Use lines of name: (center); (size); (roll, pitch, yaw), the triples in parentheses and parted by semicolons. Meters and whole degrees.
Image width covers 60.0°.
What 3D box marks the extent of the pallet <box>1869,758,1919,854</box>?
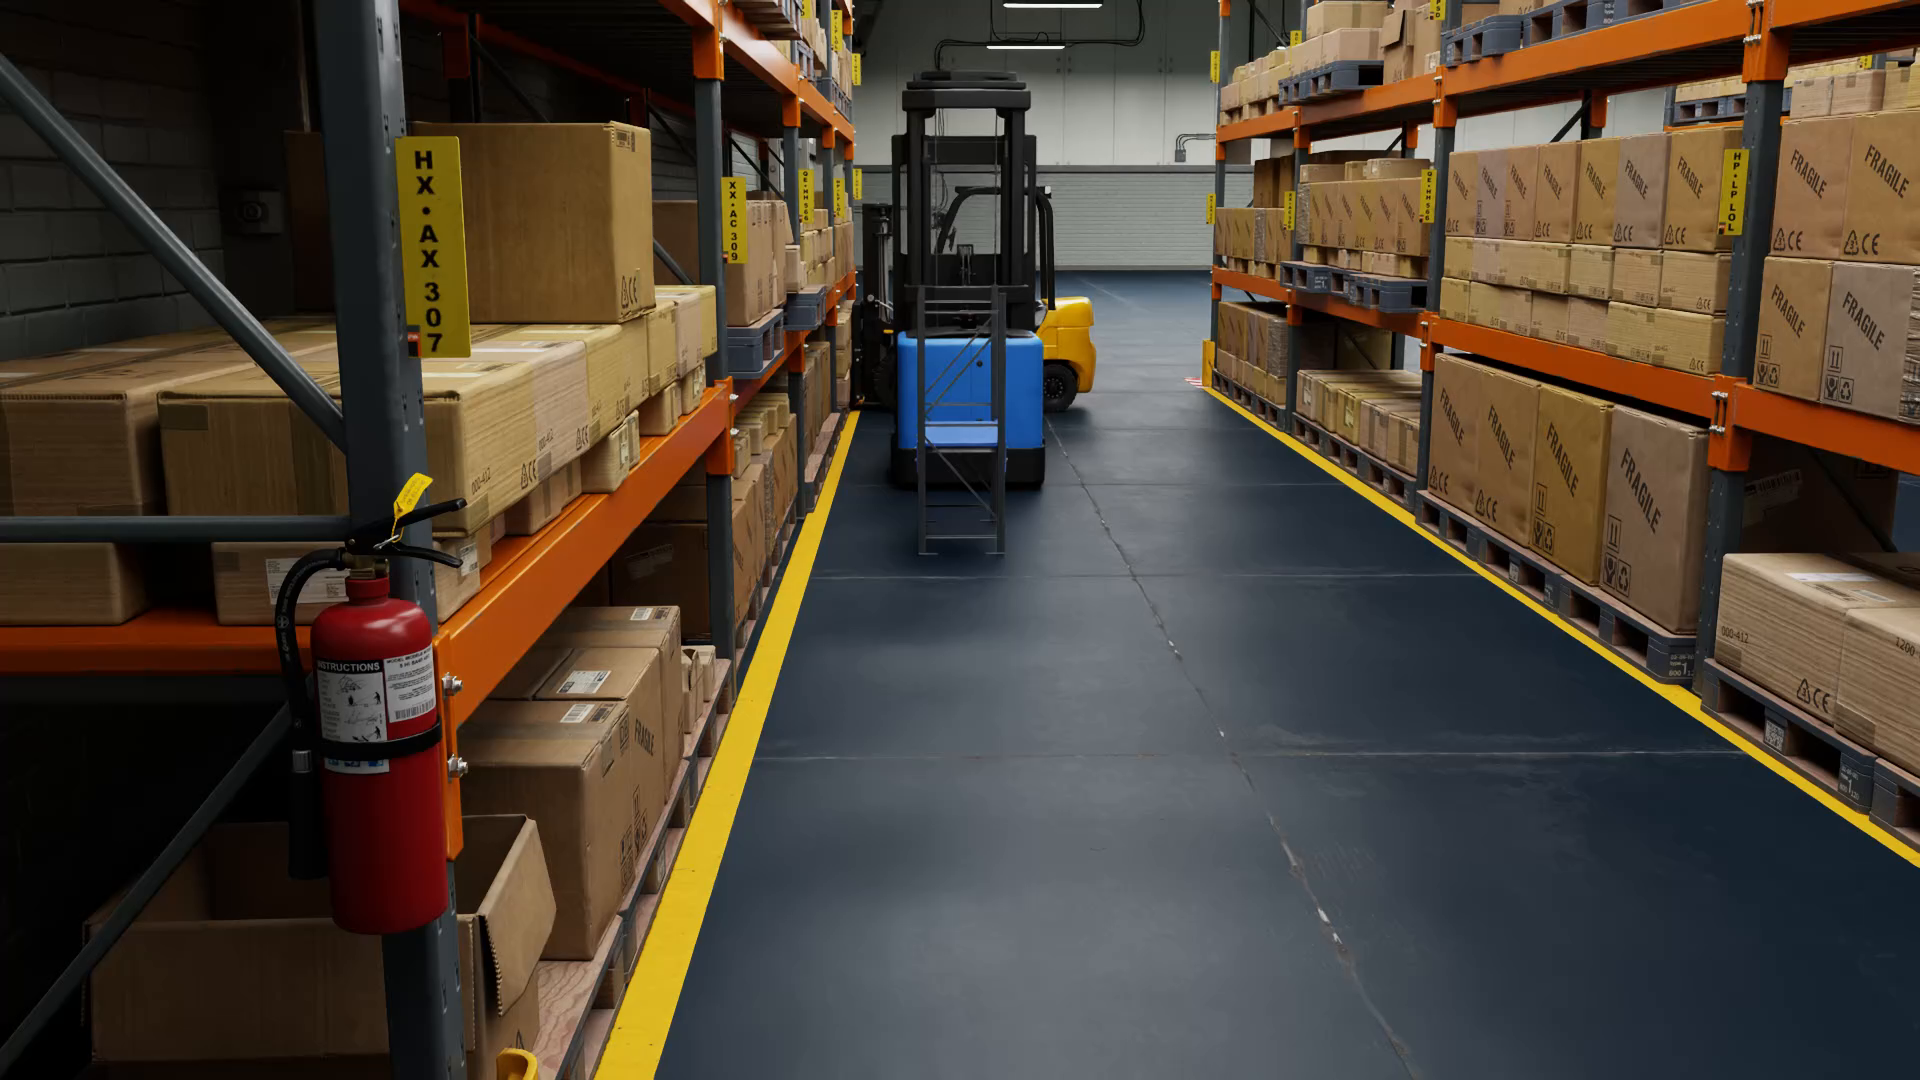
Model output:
pallet: (3.513, 0.936, 4.914); (1.003, 0.211, 1.213); (0, 11, -1)

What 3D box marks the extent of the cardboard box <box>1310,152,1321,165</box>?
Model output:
cardboard box: (3.601, -3.290, 15.218); (0.700, 0.500, 0.500); (0, 11, -1)

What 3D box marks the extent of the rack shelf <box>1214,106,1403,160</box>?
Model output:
rack shelf: (3.341, -3.930, 16.153); (1.077, 0.370, 4.000); (0, 11, -1)

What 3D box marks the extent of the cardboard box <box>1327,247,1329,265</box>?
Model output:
cardboard box: (3.156, -2.281, 13.334); (0.380, 0.149, 0.250); (1, 11, 2)

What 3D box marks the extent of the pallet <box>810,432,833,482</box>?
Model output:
pallet: (-1.498, -0.638, 12.674); (1.003, 0.211, 1.213); (0, 11, -1)

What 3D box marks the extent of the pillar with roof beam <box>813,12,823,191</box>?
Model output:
pillar with roof beam: (1.382, -9.583, 34.662); (9.100, 9.000, 0.548); (0, 11, -1)

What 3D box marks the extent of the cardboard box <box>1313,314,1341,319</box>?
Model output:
cardboard box: (3.617, -1.866, 15.685); (0.500, 0.500, 0.500); (0, 11, 1)

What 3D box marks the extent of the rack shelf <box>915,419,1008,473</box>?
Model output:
rack shelf: (-0.002, -0.576, 10.029); (0.538, 0.185, 1.000); (0, 11, -1)

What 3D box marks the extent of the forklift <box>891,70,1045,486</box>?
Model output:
forklift: (0.020, -2.070, 12.893); (1.130, 2.935, 3.031); (0, 11, -2)

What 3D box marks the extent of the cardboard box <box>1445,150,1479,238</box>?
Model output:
cardboard box: (3.231, -2.060, 9.903); (0.500, 0.500, 0.500); (-1, 11, -3)

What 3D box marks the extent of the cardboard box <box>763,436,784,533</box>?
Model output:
cardboard box: (-1.261, -0.293, 9.190); (0.500, 0.500, 0.500); (0, 11, 1)

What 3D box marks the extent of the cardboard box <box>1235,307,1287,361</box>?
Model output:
cardboard box: (3.058, -2.066, 16.673); (0.500, 0.500, 0.500); (0, 11, 0)

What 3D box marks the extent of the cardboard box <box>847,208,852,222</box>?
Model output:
cardboard box: (-1.341, -3.438, 17.577); (0.380, 0.149, 0.250); (0, 11, 0)

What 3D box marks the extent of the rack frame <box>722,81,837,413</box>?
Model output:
rack frame: (-1.580, -2.394, 14.316); (1.000, 3.000, 0.127); (0, 11, -1)

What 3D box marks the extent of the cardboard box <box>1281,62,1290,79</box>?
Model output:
cardboard box: (3.104, -4.045, 14.536); (0.500, 0.250, 0.500); (0, 11, -2)

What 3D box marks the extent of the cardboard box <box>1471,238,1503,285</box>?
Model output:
cardboard box: (3.238, -1.587, 9.458); (0.500, 0.250, 0.500); (0, 11, 0)

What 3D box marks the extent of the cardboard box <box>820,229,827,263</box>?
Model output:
cardboard box: (-1.292, -2.265, 12.800); (0.500, 0.250, 0.500); (0, 11, 0)

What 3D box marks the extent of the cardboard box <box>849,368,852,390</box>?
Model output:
cardboard box: (-1.311, -1.553, 16.029); (0.500, 0.250, 0.500); (0, 11, 0)

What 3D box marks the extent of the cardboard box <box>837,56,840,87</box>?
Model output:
cardboard box: (-1.307, -4.349, 15.440); (0.396, 0.266, 0.258); (-1, 11, -2)

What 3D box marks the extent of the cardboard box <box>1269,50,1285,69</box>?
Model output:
cardboard box: (3.023, -4.370, 15.135); (0.380, 0.149, 0.250); (0, 11, 1)

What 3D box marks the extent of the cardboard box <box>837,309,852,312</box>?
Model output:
cardboard box: (-1.302, -2.145, 16.432); (0.500, 0.250, 0.500); (0, 11, -2)

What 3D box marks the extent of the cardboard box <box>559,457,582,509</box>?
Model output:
cardboard box: (-1.112, -0.158, 3.925); (0.380, 0.149, 0.250); (0, 11, 0)

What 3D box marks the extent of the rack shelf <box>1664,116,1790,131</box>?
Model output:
rack shelf: (8.288, -3.971, 16.352); (1.077, 0.370, 4.000); (0, 11, -1)

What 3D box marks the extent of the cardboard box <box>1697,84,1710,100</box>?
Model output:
cardboard box: (7.944, -4.683, 17.376); (0.380, 0.149, 0.250); (0, 11, -1)

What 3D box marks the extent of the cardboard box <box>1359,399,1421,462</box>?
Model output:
cardboard box: (3.440, -0.797, 11.997); (0.950, 0.372, 0.625); (0, 11, -2)

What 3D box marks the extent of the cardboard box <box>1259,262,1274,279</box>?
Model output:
cardboard box: (3.047, -2.557, 15.749); (0.380, 0.149, 0.250); (0, 11, -2)

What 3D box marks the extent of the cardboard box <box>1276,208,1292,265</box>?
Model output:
cardboard box: (3.124, -2.697, 14.811); (0.500, 0.500, 0.500); (-1, 11, -3)

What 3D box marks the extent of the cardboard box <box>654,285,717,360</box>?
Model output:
cardboard box: (-1.161, -0.776, 5.969); (0.500, 0.250, 0.500); (0, 11, 0)

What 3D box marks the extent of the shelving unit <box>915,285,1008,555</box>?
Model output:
shelving unit: (-0.002, -0.752, 9.994); (0.538, 1.500, 1.048); (0, 11, -1)

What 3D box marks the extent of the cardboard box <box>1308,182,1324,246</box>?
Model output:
cardboard box: (3.116, -2.622, 13.383); (0.500, 0.500, 0.500); (0, 11, -1)

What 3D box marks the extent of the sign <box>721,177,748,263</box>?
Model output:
sign: (-0.873, -1.232, 6.410); (0.100, 0.325, 0.005); (0, 11, -1)

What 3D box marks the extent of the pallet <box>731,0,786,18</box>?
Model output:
pallet: (-1.358, -2.312, 6.838); (1.213, 0.211, 1.003); (0, 11, -1)

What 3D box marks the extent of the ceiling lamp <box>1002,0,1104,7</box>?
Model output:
ceiling lamp: (1.847, -12.252, 33.137); (2.000, 3.185, 0.800); (0, 11, -1)

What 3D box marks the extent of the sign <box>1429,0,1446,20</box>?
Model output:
sign: (2.922, -3.342, 10.142); (0.100, 0.325, 0.005); (0, 11, -1)

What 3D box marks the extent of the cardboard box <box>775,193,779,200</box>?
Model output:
cardboard box: (-1.883, -3.224, 15.774); (0.380, 0.149, 0.250); (0, 11, -2)

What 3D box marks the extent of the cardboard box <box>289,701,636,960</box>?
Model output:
cardboard box: (-1.229, 0.718, 4.204); (0.700, 0.500, 0.500); (0, 11, 1)

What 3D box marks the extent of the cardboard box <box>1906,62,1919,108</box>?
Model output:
cardboard box: (3.307, -1.467, 5.348); (0.380, 0.149, 0.250); (0, 11, -2)

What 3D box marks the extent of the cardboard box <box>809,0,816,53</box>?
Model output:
cardboard box: (-1.290, -3.720, 11.749); (0.500, 0.500, 0.500); (0, 11, 0)

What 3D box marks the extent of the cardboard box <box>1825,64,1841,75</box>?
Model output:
cardboard box: (7.997, -4.179, 14.892); (0.380, 0.149, 0.250); (0, 11, 0)

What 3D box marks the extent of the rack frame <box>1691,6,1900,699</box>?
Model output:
rack frame: (3.548, -0.825, 6.582); (1.000, 3.000, 0.127); (0, 11, -1)

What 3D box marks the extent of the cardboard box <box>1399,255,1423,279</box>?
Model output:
cardboard box: (3.145, -1.820, 11.062); (0.380, 0.149, 0.250); (0, 11, 0)

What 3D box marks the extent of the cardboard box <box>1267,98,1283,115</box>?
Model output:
cardboard box: (3.064, -4.028, 15.459); (0.380, 0.149, 0.250); (0, 11, 0)

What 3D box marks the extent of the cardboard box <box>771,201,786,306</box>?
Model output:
cardboard box: (-1.228, -1.415, 8.181); (0.700, 0.500, 0.500); (0, 11, -1)

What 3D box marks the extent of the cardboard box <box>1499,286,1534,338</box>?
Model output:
cardboard box: (3.257, -1.242, 9.014); (0.500, 0.250, 0.500); (0, 11, 1)

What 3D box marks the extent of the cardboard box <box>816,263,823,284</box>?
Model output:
cardboard box: (-1.295, -1.920, 12.357); (0.500, 0.250, 0.500); (0, 11, 1)

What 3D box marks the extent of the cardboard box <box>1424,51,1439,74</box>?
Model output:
cardboard box: (3.235, -3.078, 10.775); (0.380, 0.149, 0.250); (0, 11, -1)

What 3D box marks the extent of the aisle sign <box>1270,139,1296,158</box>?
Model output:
aisle sign: (3.588, -4.498, 18.148); (0.394, 0.787, 0.004); (0, 11, -1)

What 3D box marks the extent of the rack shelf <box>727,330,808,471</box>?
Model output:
rack shelf: (-1.456, -0.849, 8.509); (1.077, 0.370, 4.000); (0, 11, -1)

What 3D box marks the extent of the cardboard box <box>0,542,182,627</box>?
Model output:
cardboard box: (-1.608, 0.050, 2.902); (0.380, 0.149, 0.250); (0, 11, -2)

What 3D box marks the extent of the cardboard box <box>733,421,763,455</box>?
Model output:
cardboard box: (-1.235, -0.537, 8.760); (0.380, 0.149, 0.250); (-1, 11, -4)

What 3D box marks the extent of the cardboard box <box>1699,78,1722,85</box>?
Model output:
cardboard box: (8.012, -4.850, 17.199); (0.500, 0.250, 0.500); (0, 11, -2)

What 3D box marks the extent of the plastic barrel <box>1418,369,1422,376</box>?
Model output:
plastic barrel: (4.856, -1.543, 16.602); (0.512, 0.421, 0.421); (9, 15, 38)

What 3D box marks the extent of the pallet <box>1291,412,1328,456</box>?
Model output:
pallet: (3.400, -0.894, 13.935); (1.003, 0.211, 1.213); (0, 11, -1)

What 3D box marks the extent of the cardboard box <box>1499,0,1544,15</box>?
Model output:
cardboard box: (3.624, -3.272, 9.784); (0.797, 0.503, 0.637); (-1, 12, -5)

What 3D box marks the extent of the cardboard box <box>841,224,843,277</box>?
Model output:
cardboard box: (-1.367, -2.737, 15.752); (0.500, 0.500, 0.500); (0, 11, -2)

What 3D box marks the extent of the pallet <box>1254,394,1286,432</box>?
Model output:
pallet: (3.333, -1.182, 15.355); (1.003, 0.211, 1.213); (0, 11, -1)
